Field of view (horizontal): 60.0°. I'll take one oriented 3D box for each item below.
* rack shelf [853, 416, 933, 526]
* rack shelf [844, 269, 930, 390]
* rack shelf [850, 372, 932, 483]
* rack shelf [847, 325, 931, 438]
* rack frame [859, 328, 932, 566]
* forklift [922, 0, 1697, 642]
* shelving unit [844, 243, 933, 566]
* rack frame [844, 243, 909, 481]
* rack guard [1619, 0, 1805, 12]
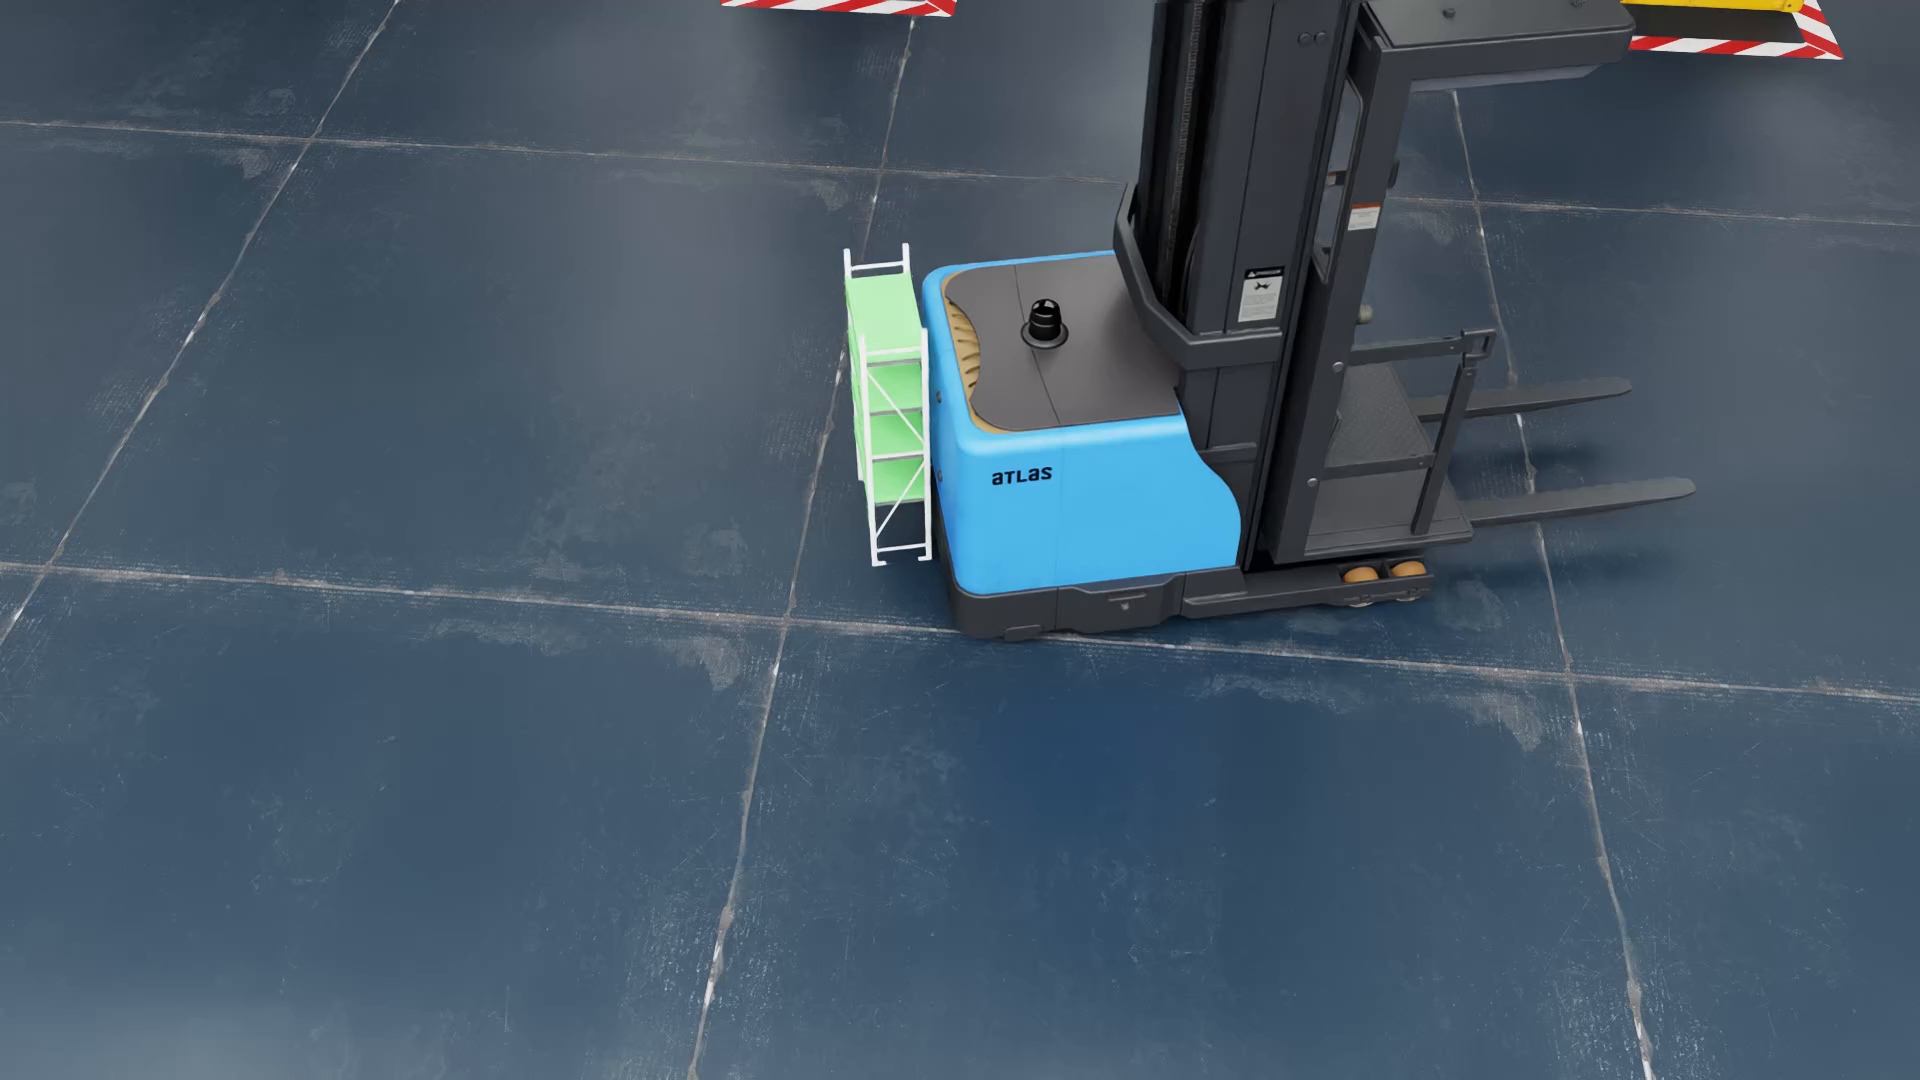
[{"bbox_3d":[-0.272,-0.291,6.641,0.258,0.148,0.480,-7,48,-6],"label":"rack shelf"},{"bbox_3d":[-0.272,-0.777,6.109,0.258,0.148,0.480,-7,48,-6],"label":"rack shelf"},{"bbox_3d":[-0.272,-0.453,6.464,0.258,0.148,0.480,-7,48,-6],"label":"rack shelf"},{"bbox_3d":[-0.272,-0.615,6.286,0.258,0.148,0.480,-7,48,-6],"label":"rack shelf"},{"bbox_3d":[-0.234,-0.318,6.254,0.240,1.200,0.015,-7,48,-6],"label":"rack frame"},{"bbox_3d":[1.405,-1.107,5.802,3.031,2.935,1.130,-7,48,-6],"label":"forklift"},{"bbox_3d":[-0.272,-0.496,6.416,0.258,1.200,0.503,-7,48,-6],"label":"shelving unit"},{"bbox_3d":[-0.309,-0.674,6.579,0.240,1.200,0.015,-7,48,-6],"label":"rack frame"},{"bbox_3d":[4.276,-3.359,9.510,1.175,0.500,0.348,4,48,4],"label":"rack guard"}]
